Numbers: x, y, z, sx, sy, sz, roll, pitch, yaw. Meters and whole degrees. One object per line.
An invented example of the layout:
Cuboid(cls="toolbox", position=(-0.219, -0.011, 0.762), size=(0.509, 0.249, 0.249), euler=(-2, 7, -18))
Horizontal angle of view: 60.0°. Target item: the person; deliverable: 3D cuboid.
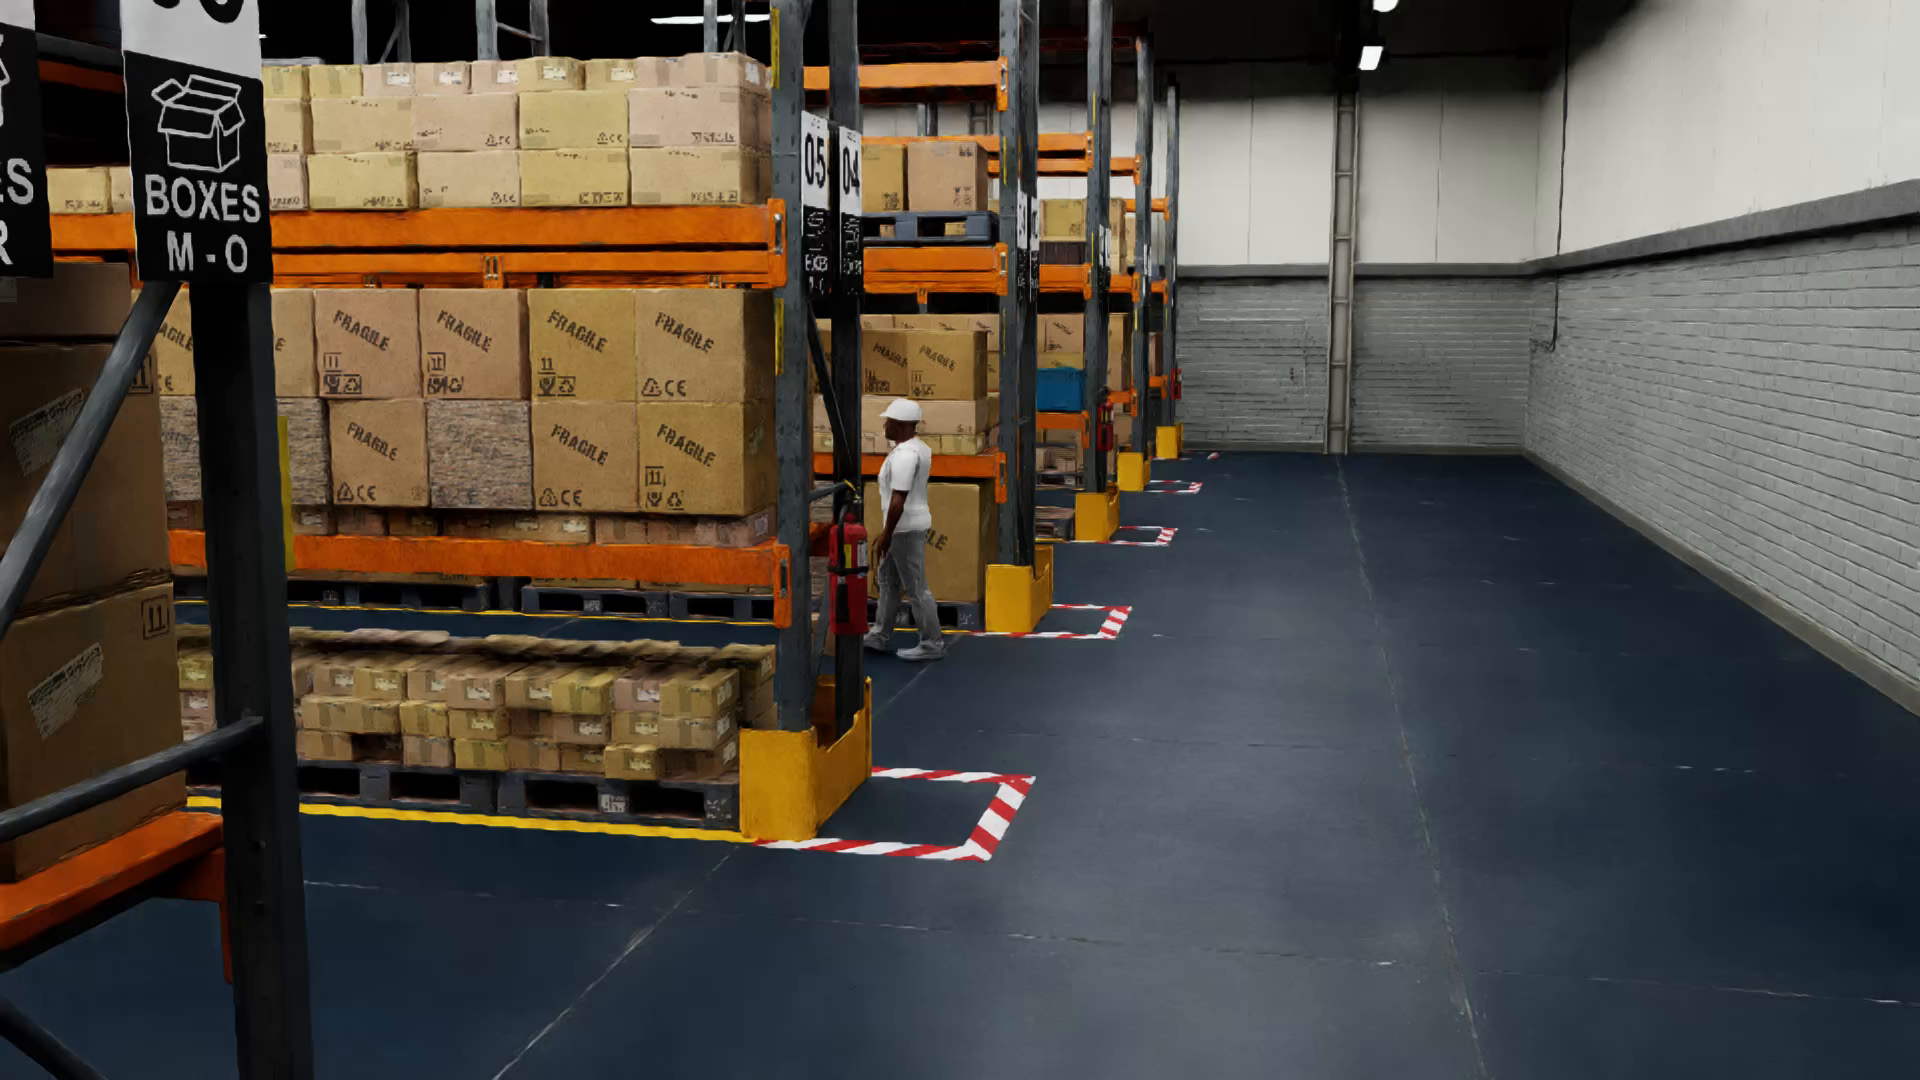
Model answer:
Cuboid(cls="person", position=(-0.463, -0.077, 11.230), size=(0.722, 1.750, 0.562), euler=(1, 8, 5))
